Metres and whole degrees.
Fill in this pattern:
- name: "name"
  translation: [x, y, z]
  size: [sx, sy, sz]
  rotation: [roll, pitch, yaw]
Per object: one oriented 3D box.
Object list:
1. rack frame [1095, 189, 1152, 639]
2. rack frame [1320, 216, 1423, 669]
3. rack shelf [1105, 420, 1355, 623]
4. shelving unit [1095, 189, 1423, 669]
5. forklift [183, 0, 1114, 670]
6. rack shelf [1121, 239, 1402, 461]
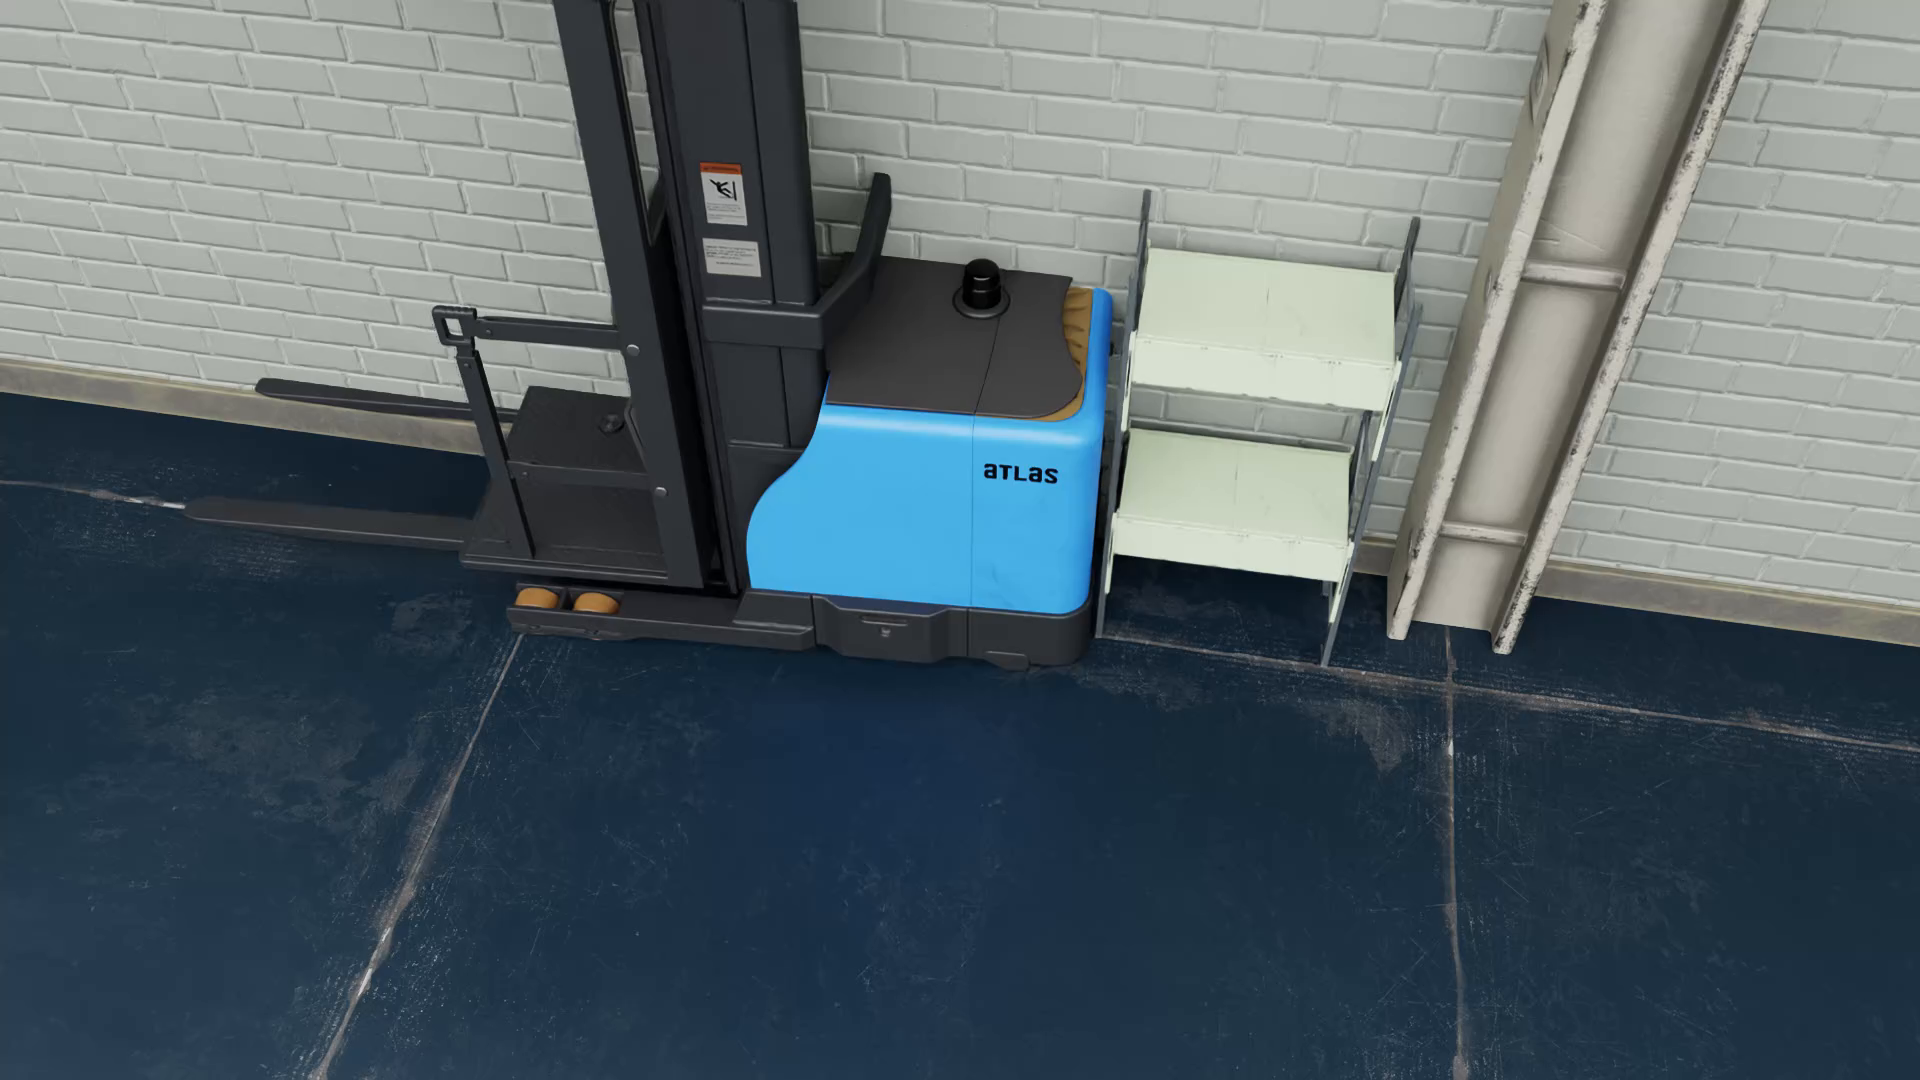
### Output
- name: "rack frame"
  translation: [0.487, -0.324, 5.033]
  size: [0.023, 1.500, 0.400]
  rotation: [7, 48, 6]
- name: "rack frame"
  translation: [1.209, -0.233, 4.951]
  size: [0.023, 1.500, 0.400]
  rotation: [7, 48, 6]
- name: "rack shelf"
  translation: [0.848, -0.061, 5.235]
  size: [0.720, 0.370, 0.431]
  rotation: [7, 48, 6]
- name: "shelving unit"
  translation: [0.848, -0.279, 4.992]
  size: [0.755, 1.500, 0.431]
  rotation: [7, 48, 6]
- name: "forklift"
  translation: [-1.046, -1.037, 4.711]
  size: [3.031, 2.935, 1.130]
  rotation: [5, 48, 4]
- name: "rack shelf"
  translation: [0.848, -0.540, 4.702]
  size: [0.720, 0.370, 0.431]
  rotation: [7, 48, 6]
